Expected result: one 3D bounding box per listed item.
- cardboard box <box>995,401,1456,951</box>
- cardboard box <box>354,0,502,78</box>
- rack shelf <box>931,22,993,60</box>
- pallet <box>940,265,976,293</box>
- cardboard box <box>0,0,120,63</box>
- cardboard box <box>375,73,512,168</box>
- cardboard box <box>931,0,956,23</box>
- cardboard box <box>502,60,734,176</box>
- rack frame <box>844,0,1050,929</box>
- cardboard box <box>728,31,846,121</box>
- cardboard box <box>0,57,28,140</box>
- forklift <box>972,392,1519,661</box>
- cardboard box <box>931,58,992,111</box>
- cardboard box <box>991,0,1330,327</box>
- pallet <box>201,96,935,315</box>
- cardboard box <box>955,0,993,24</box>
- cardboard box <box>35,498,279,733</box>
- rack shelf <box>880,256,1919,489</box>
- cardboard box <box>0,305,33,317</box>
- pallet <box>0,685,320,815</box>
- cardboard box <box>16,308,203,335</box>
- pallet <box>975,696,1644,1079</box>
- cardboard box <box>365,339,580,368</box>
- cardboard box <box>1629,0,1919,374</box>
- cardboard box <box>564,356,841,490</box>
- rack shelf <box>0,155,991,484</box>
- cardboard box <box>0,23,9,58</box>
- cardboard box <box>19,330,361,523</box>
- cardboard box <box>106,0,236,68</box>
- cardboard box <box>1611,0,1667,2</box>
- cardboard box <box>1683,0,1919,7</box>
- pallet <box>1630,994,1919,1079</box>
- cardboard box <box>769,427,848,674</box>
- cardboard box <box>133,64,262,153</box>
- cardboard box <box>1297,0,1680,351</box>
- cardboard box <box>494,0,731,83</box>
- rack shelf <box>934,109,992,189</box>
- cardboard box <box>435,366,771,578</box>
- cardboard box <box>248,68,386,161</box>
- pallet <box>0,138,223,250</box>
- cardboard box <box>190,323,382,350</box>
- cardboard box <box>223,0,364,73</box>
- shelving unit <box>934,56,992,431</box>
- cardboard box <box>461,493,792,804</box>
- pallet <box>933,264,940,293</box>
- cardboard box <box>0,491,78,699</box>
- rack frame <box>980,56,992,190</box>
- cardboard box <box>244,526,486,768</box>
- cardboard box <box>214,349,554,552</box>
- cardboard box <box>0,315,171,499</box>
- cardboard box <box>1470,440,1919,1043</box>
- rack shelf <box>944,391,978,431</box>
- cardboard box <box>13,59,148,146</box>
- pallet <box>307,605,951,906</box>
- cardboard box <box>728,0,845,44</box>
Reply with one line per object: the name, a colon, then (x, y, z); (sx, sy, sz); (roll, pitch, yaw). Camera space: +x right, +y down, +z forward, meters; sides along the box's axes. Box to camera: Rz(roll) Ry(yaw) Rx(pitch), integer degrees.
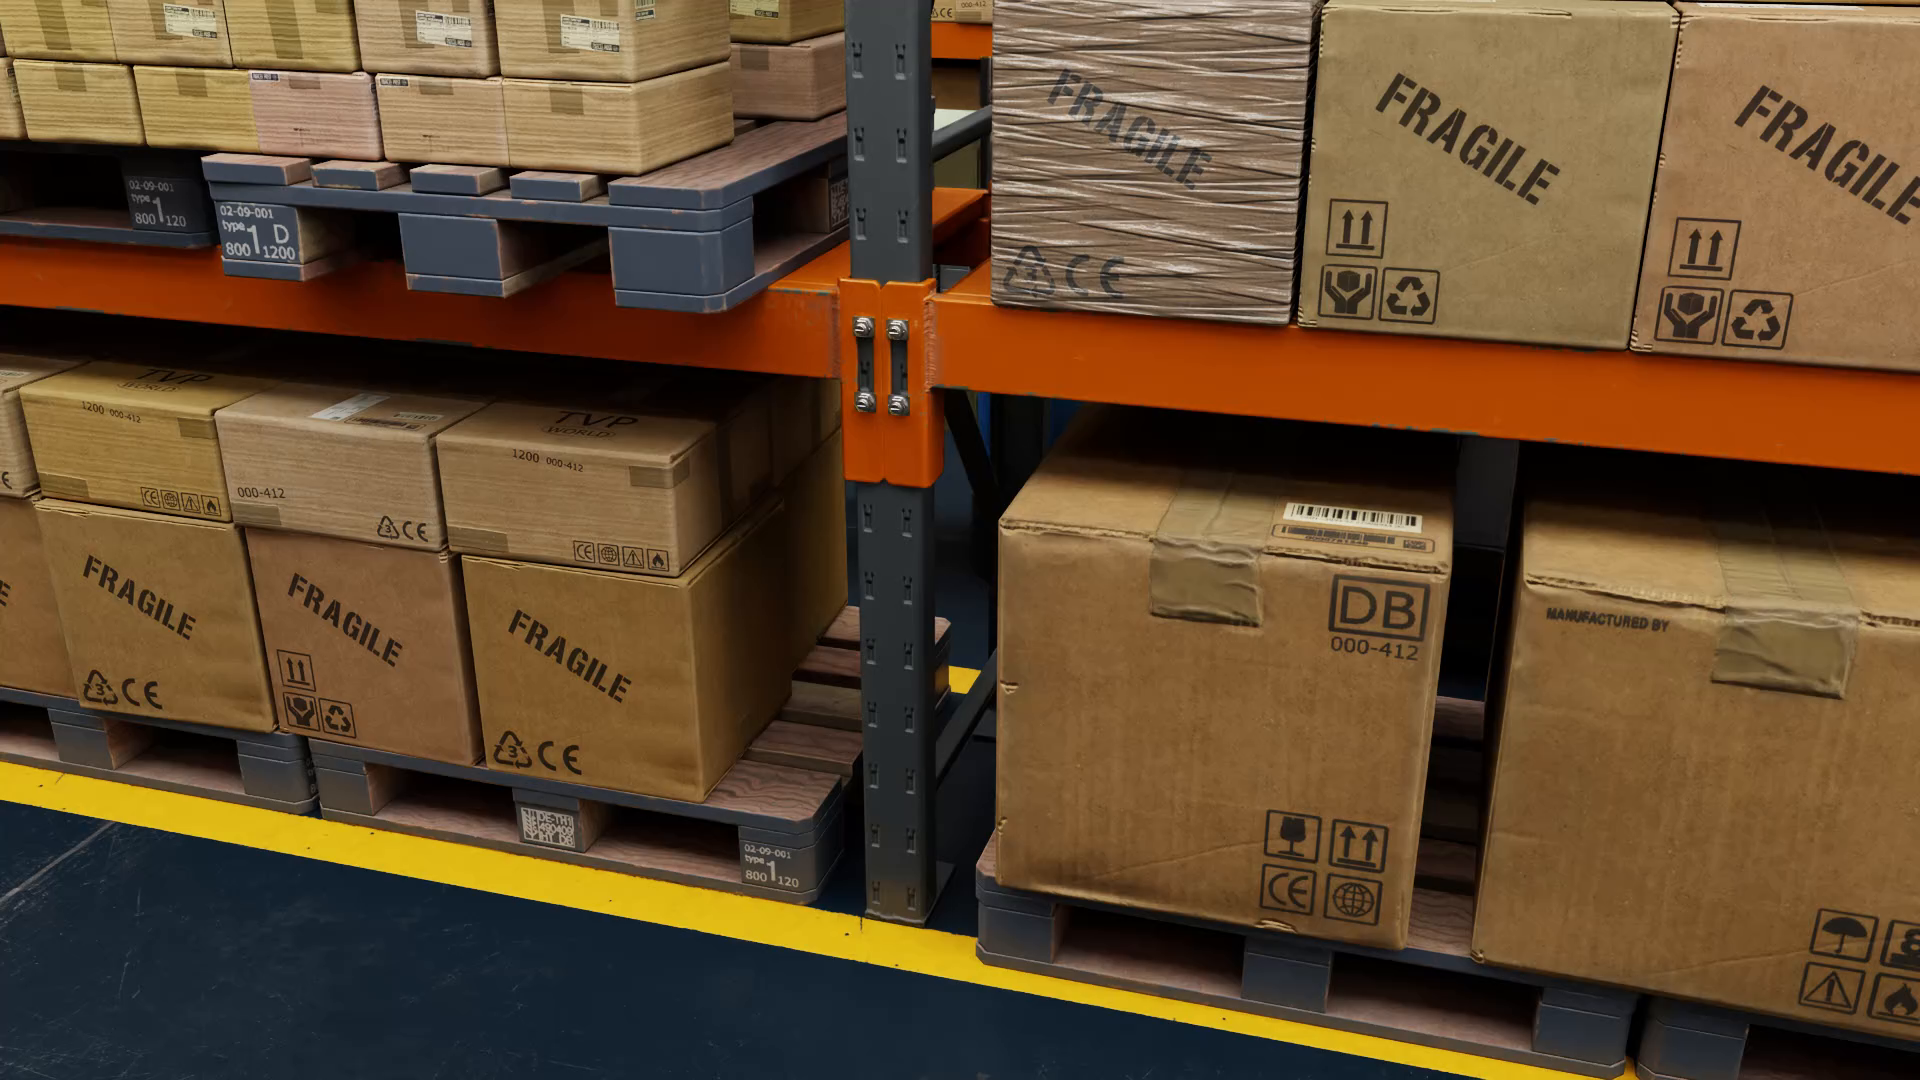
cardboard box: (0.568, 0.155, 3.350); (0.750, 0.750, 1.050); (6, 23, 15)
cardboard box: (-0.849, -0.924, 2.955); (0.250, 0.149, 0.380); (7, 23, 18)
rack shelf: (-0.570, -2.487, 8.328); (4.000, 0.370, 1.077); (7, 23, 16)
pallet: (0.611, -1.424, 8.463); (1.213, 0.211, 1.003); (7, 23, 16)
cardboard box: (-1.579, -1.007, 3.159); (0.250, 0.149, 0.380); (6, 23, 15)
cardboard box: (-0.831, -0.784, 3.006); (0.250, 0.149, 0.380); (6, 23, 15)
cardboard box: (-0.186, -2.603, 7.862); (0.500, 0.250, 0.500); (6, 23, 15)
cardboard box: (-0.594, -0.756, 2.938); (0.250, 0.149, 0.380); (7, 23, 16)
rack frame: (0.011, -0.791, 3.245); (0.127, 3.000, 1.000); (7, 23, 16)
cardboard box: (-0.359, -0.991, 3.512); (0.250, 0.149, 0.380); (6, 23, 15)
cardboard box: (-1.820, -0.898, 3.285); (0.250, 0.149, 0.380); (7, 23, 17)
forklift: (1.609, -1.183, 4.293); (3.031, 2.935, 1.130); (8, 24, 18)
cardboard box: (-0.146, -2.017, 8.481); (0.875, 0.875, 0.875); (7, 23, 16)
cardboard box: (0.363, -0.690, 2.867); (0.500, 0.500, 0.500); (7, 23, 16)
pallet: (-0.702, -0.741, 3.378); (1.003, 0.211, 1.213); (7, 23, 16)
cardboard box: (0.291, -2.542, 7.713); (0.500, 0.250, 0.500); (7, 23, 16)
cardboard box: (-1.701, 0.084, 3.853); (0.500, 0.500, 0.500); (5, 23, 13)
rack shelf: (1.926, -0.239, 2.847); (4.000, 0.370, 1.077); (7, 23, 16)
cardboard box: (-2.544, -0.563, 4.442); (0.500, 0.250, 0.500); (8, 24, 18)
pallet: (-1.901, 0.279, 4.312); (1.213, 0.211, 1.003); (7, 23, 16)
cardboard box: (-2.034, -0.510, 4.314); (0.500, 0.250, 0.500); (5, 23, 13)
pallet: (0.744, 0.613, 3.497); (1.213, 0.211, 1.003); (7, 23, 16)
cardboard box: (-1.065, -0.395, 4.032); (0.500, 0.250, 0.500); (6, 23, 15)
cardboard box: (1.333, -0.580, 2.599); (0.500, 0.500, 0.500); (7, 23, 15)
cardboard box: (-0.579, -0.339, 3.896); (0.500, 0.250, 0.500); (5, 23, 13)
rack shelf: (-1.904, -0.677, 3.916); (4.000, 0.370, 1.077); (7, 23, 16)
cardboard box: (-1.829, -1.036, 3.228); (0.250, 0.149, 0.380); (7, 23, 17)
cardboard box: (-1.688, -0.268, 3.723); (0.500, 0.250, 0.500); (7, 23, 17)
cardboard box: (-1.341, -0.979, 3.091); (0.250, 0.149, 0.380); (7, 23, 16)
cardboard box: (0.923, -1.192, 2.774); (0.500, 0.500, 0.700); (6, 23, 15)
cardboard box: (1.415, -1.136, 2.639); (0.500, 0.500, 0.700); (6, 23, 15)
pallet: (1.908, 0.748, 3.169); (1.213, 0.211, 1.003); (7, 23, 16)
cardboard box: (-0.592, 0.001, 4.055); (0.500, 0.500, 0.500); (6, 23, 13)
cardboard box: (-1.315, -0.840, 3.144); (0.250, 0.149, 0.380); (6, 23, 15)
cardboard box: (0.851, -0.635, 2.734); (0.500, 0.500, 0.500); (6, 23, 15)
cardboard box: (-0.593, -0.895, 2.885); (0.250, 0.149, 0.380); (7, 23, 17)
rack shelf: (-0.215, -1.091, 4.925); (0.720, 0.370, 0.431); (8, 24, 18)
cardboard box: (-0.719, -0.155, 3.448); (0.500, 0.250, 0.500); (6, 23, 14)
cardboard box: (-1.077, -0.812, 3.074); (0.250, 0.149, 0.380); (7, 23, 16)
pallet: (-1.896, -0.904, 3.774); (1.213, 0.211, 1.003); (7, 23, 16)
cardboard box: (-1.535, -0.454, 4.175); (0.500, 0.250, 0.500); (7, 23, 16)
cardboard box: (-1.102, -0.952, 3.023); (0.250, 0.149, 0.380); (7, 23, 17)
shelving unit: (-0.215, -0.730, 5.073); (0.755, 1.500, 0.431); (8, 24, 18)
cardboard box: (-0.694, 0.194, 3.584); (0.500, 0.500, 0.500); (6, 23, 15)
pallet: (-0.553, -1.558, 8.791); (1.213, 0.211, 1.003); (7, 23, 16)
cardboard box: (-2.175, 0.020, 4.009); (0.500, 0.500, 0.500); (7, 23, 16)
rack frame: (0.130, -0.684, 4.960); (0.023, 1.500, 0.400); (8, 24, 18)
cardboard box: (-1.190, 0.136, 3.726); (0.500, 0.500, 0.500); (8, 23, 18)
cardboard box: (-1.206, -0.207, 3.573); (0.500, 0.250, 0.500); (7, 23, 16)
cardboard box: (-2.190, -0.322, 3.855); (0.500, 0.250, 0.500); (7, 23, 18)
cardboard box: (1.406, 0.250, 3.119); (0.750, 0.750, 1.050); (7, 23, 16)
rack shelf: (-0.215, -0.428, 5.197); (0.720, 0.370, 0.431); (8, 24, 18)
cardboard box: (-1.573, -0.869, 3.215); (0.250, 0.149, 0.380); (6, 23, 13)
pallet: (-0.737, 0.413, 3.985); (1.213, 0.211, 1.003); (7, 23, 16)
cardboard box: (-0.393, -1.132, 3.464); (0.250, 0.149, 0.380); (8, 24, 18)
